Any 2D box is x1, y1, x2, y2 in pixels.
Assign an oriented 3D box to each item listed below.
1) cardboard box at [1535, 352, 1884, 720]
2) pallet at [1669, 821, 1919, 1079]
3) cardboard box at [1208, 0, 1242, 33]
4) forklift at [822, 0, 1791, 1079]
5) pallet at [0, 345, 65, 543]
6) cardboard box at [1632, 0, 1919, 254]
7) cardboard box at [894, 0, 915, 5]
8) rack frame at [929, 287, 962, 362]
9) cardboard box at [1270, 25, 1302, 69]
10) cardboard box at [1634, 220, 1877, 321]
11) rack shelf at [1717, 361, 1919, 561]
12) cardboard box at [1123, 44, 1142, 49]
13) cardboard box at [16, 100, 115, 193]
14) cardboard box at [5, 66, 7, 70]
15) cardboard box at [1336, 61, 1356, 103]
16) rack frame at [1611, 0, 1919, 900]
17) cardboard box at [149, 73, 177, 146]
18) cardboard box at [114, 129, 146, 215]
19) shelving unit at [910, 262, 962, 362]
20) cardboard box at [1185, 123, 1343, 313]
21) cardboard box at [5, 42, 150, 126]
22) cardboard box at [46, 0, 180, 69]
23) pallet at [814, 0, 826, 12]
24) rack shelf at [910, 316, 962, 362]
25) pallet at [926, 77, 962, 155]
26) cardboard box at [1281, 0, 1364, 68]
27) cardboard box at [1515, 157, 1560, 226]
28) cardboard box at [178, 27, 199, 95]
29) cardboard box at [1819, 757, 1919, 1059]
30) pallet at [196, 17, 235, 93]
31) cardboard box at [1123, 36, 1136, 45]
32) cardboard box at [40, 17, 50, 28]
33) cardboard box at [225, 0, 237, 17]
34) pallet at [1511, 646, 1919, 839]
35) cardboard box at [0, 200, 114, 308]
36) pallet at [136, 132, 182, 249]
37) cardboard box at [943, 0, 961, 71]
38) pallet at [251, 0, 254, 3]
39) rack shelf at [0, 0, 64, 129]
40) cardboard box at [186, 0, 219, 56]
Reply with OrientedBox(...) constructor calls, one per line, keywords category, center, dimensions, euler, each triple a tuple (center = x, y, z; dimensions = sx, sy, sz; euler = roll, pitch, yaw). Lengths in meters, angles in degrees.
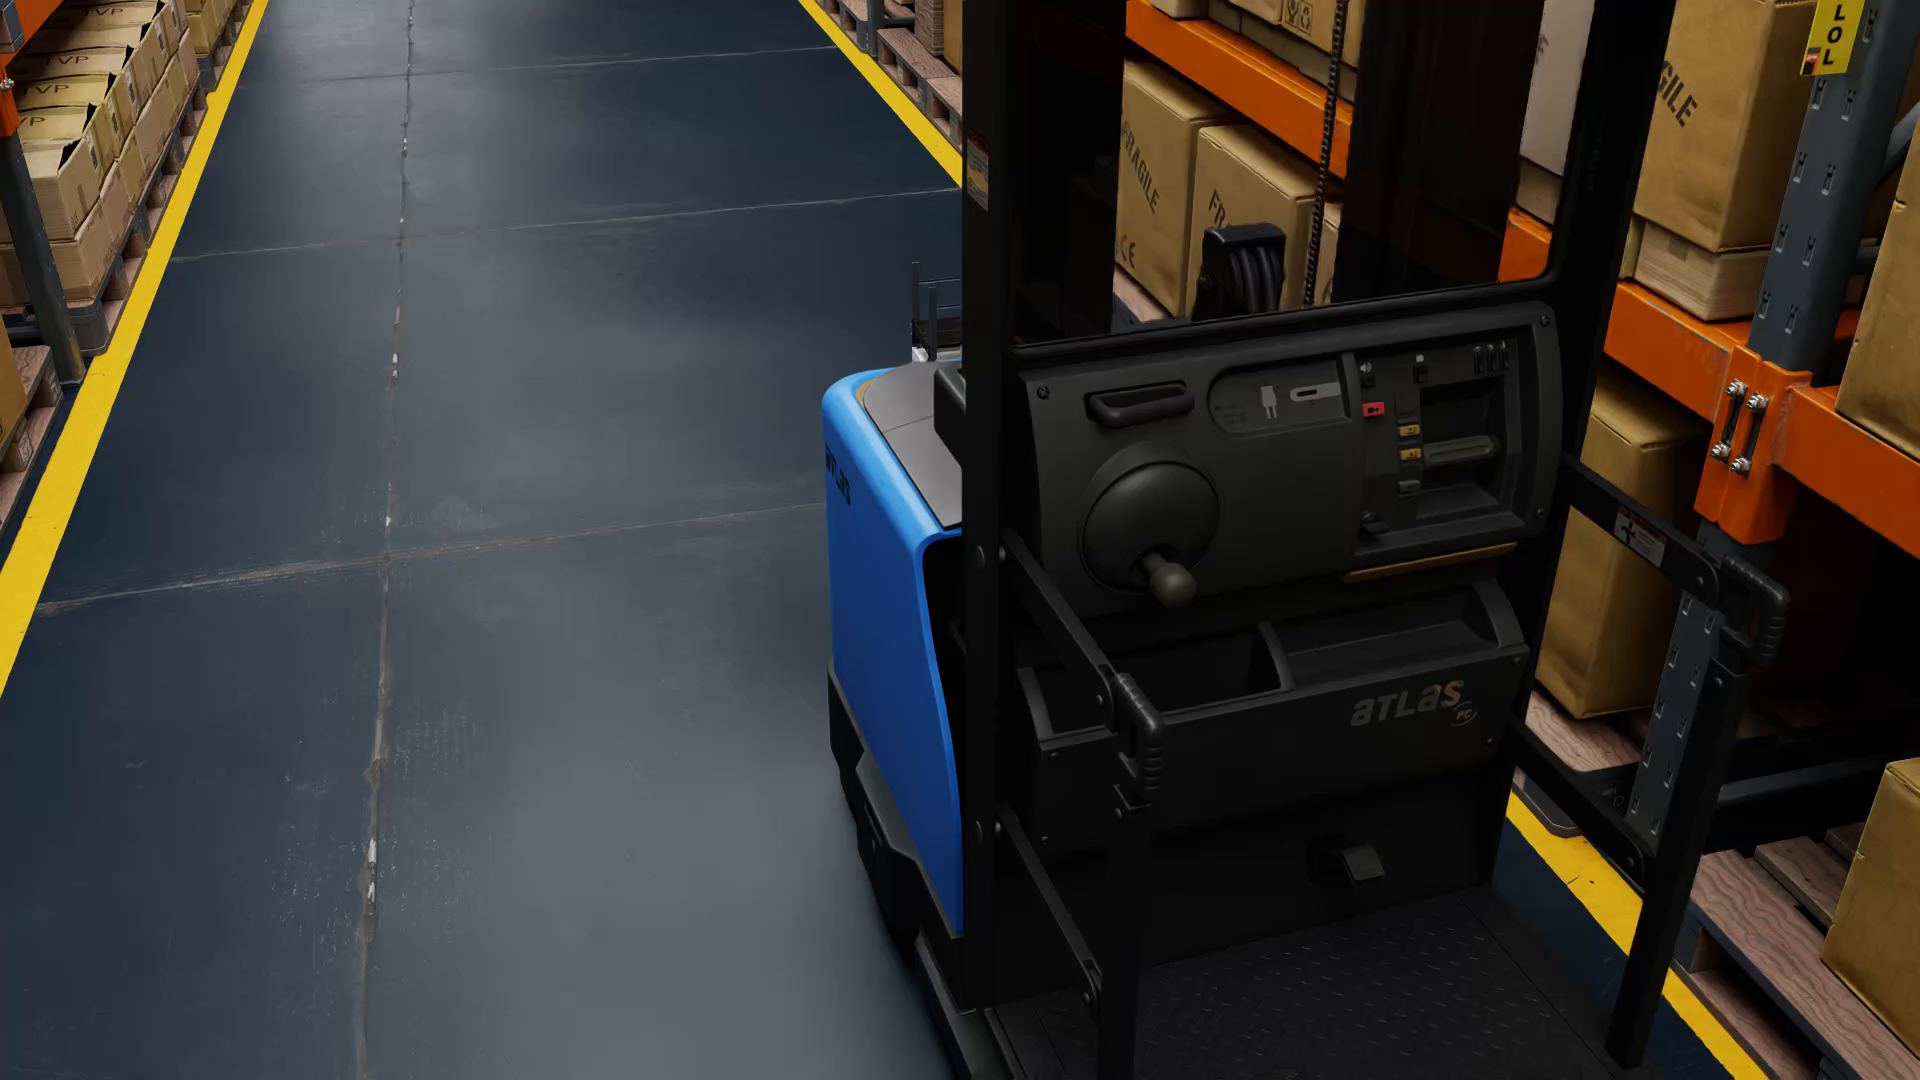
OrientedBox(category="cardboard box", center=(1.739, -0.116, 4.183), dimensions=(0.750, 0.750, 0.750), euler=(-7, 31, -13))
OrientedBox(category="pallet", center=(2.163, 1.016, 3.283), dimensions=(1.003, 0.211, 1.213), euler=(-8, 31, -13))
OrientedBox(category="cardboard box", center=(1.072, -1.843, 5.670), dimensions=(0.380, 0.149, 0.250), euler=(-8, 31, -14))
OrientedBox(category="forklift", center=(0.619, -0.088, 2.475), dimensions=(1.130, 2.935, 3.031), euler=(-9, 31, -16))
OrientedBox(category="pallet", center=(-3.638, -0.267, 5.501), dimensions=(1.003, 0.211, 1.213), euler=(-8, 31, -13))
OrientedBox(category="cardboard box", center=(1.671, -0.938, 3.460), dimensions=(0.500, 0.500, 0.500), euler=(-8, 31, -14))
OrientedBox(category="cardboard box", center=(-0.258, -3.651, 10.952), dimensions=(0.380, 0.166, 0.250), euler=(-12, 32, -20))
OrientedBox(category="rack frame", center=(0.029, -0.336, 4.933), dimensions=(0.240, 0.900, 0.006), euler=(-8, 31, -13))
OrientedBox(category="cardboard box", center=(1.207, -1.593, 5.238), dimensions=(0.380, 0.149, 0.250), euler=(-7, 31, -13))
OrientedBox(category="cardboard box", center=(1.674, -0.594, 3.512), dimensions=(0.380, 0.149, 0.250), euler=(-8, 31, -13))
OrientedBox(category="rack shelf", center=(2.567, 0.709, 1.749), dimensions=(1.077, 0.370, 4.000), euler=(-8, 31, -13))
OrientedBox(category="cardboard box", center=(0.709, -2.214, 8.136), dimensions=(0.700, 0.500, 0.500), euler=(-8, 31, -13))
OrientedBox(category="cardboard box", center=(-3.803, -1.619, 6.818), dimensions=(0.500, 0.311, 0.500), euler=(-9, 31, -15))
OrientedBox(category="cardboard box", center=(-4.583, -2.031, 7.530), dimensions=(0.500, 0.311, 0.500), euler=(-7, 31, -12))
OrientedBox(category="cardboard box", center=(1.320, -1.343, 4.807), dimensions=(0.380, 0.149, 0.250), euler=(-7, 31, -12))
OrientedBox(category="rack frame", center=(2.037, -0.568, 3.237), dimensions=(1.000, 3.000, 0.127), euler=(-8, 31, -13))
OrientedBox(category="cardboard box", center=(-4.203, -2.110, 8.227), dimensions=(0.500, 0.250, 0.500), euler=(-7, 31, -12))
OrientedBox(category="cardboard box", center=(-3.934, -1.616, 7.374), dimensions=(0.500, 0.250, 0.500), euler=(-9, 31, -15))
OrientedBox(category="shelving unit", center=(0.002, -0.386, 5.018), dimensions=(0.258, 0.900, 0.210), euler=(-8, 31, -13))
OrientedBox(category="cardboard box", center=(1.270, -0.955, 5.632), dimensions=(0.750, 0.750, 0.750), euler=(-8, 31, -14))
OrientedBox(category="cardboard box", center=(-4.074, -2.114, 7.673), dimensions=(0.500, 0.311, 0.500), euler=(-8, 31, -14))
OrientedBox(category="cardboard box", center=(-4.334, -2.598, 8.510), dimensions=(0.500, 0.311, 0.500), euler=(-7, 31, -12))
OrientedBox(category="pallet", center=(-0.626, -4.135, 12.184), dimensions=(1.003, 0.211, 1.213), euler=(-8, 31, -13))
OrientedBox(category="rack shelf", center=(0.002, -0.590, 4.899), dimensions=(0.258, 0.077, 0.200), euler=(-8, 31, -13))
OrientedBox(category="pallet", center=(0.449, -2.259, 8.942), dimensions=(1.003, 0.211, 1.213), euler=(-8, 31, -13))
OrientedBox(category="cardboard box", center=(1.264, -1.668, 4.720), dimensions=(0.500, 0.500, 0.500), euler=(-7, 31, -12))
OrientedBox(category="cardboard box", center=(1.559, -0.844, 3.944), dimensions=(0.380, 0.149, 0.250), euler=(-7, 31, -12))
OrientedBox(category="cardboard box", center=(-4.472, -2.602, 9.076), dimensions=(0.500, 0.250, 0.500), euler=(-8, 31, -14))
OrientedBox(category="cardboard box", center=(2.136, 0.707, 3.111), dimensions=(0.700, 0.500, 0.500), euler=(-7, 31, -13))
OrientedBox(category="pallet", center=(-5.032, -2.954, 10.143), dimensions=(1.003, 0.211, 1.213), euler=(-8, 31, -13))
OrientedBox(category="cardboard box", center=(0.643, -2.558, 7.982), dimensions=(0.500, 0.250, 0.500), euler=(-7, 31, -12))
OrientedBox(category="cardboard box", center=(-4.864, -2.531, 8.394), dimensions=(0.500, 0.311, 0.500), euler=(-8, 31, -14))
OrientedBox(category="cardboard box", center=(-4.948, -3.512, 10.649), dimensions=(0.500, 0.250, 0.500), euler=(-8, 31, -13))
OrientedBox(category="pallet", center=(1.759, 0.276, 4.562), dimensions=(1.003, 0.211, 1.213), euler=(-8, 31, -13))
OrientedBox(category="cardboard box", center=(-3.656, -1.123, 6.522), dimensions=(0.500, 0.250, 0.500), euler=(-8, 31, -13))
OrientedBox(category="pallet", center=(-4.301, -1.624, 7.845), dimensions=(1.003, 0.211, 1.213), euler=(-8, 31, -13))
OrientedBox(category="cardboard box", center=(0.310, -2.944, 9.399), dimensions=(0.700, 0.500, 0.500), euler=(-8, 31, -14))
OrientedBox(category="pallet", center=(-5.680, -4.133, 12.180), dimensions=(1.003, 0.211, 1.213), euler=(-8, 31, -13))
OrientedBox(category="rack shelf", center=(-4.331, -2.494, 7.283), dimensions=(1.077, 0.370, 4.000), euler=(-8, 31, -13))
OrientedBox(category="cardboard box", center=(-4.693, -3.028, 9.812), dimensions=(0.500, 0.250, 0.500), euler=(-8, 31, -13))
